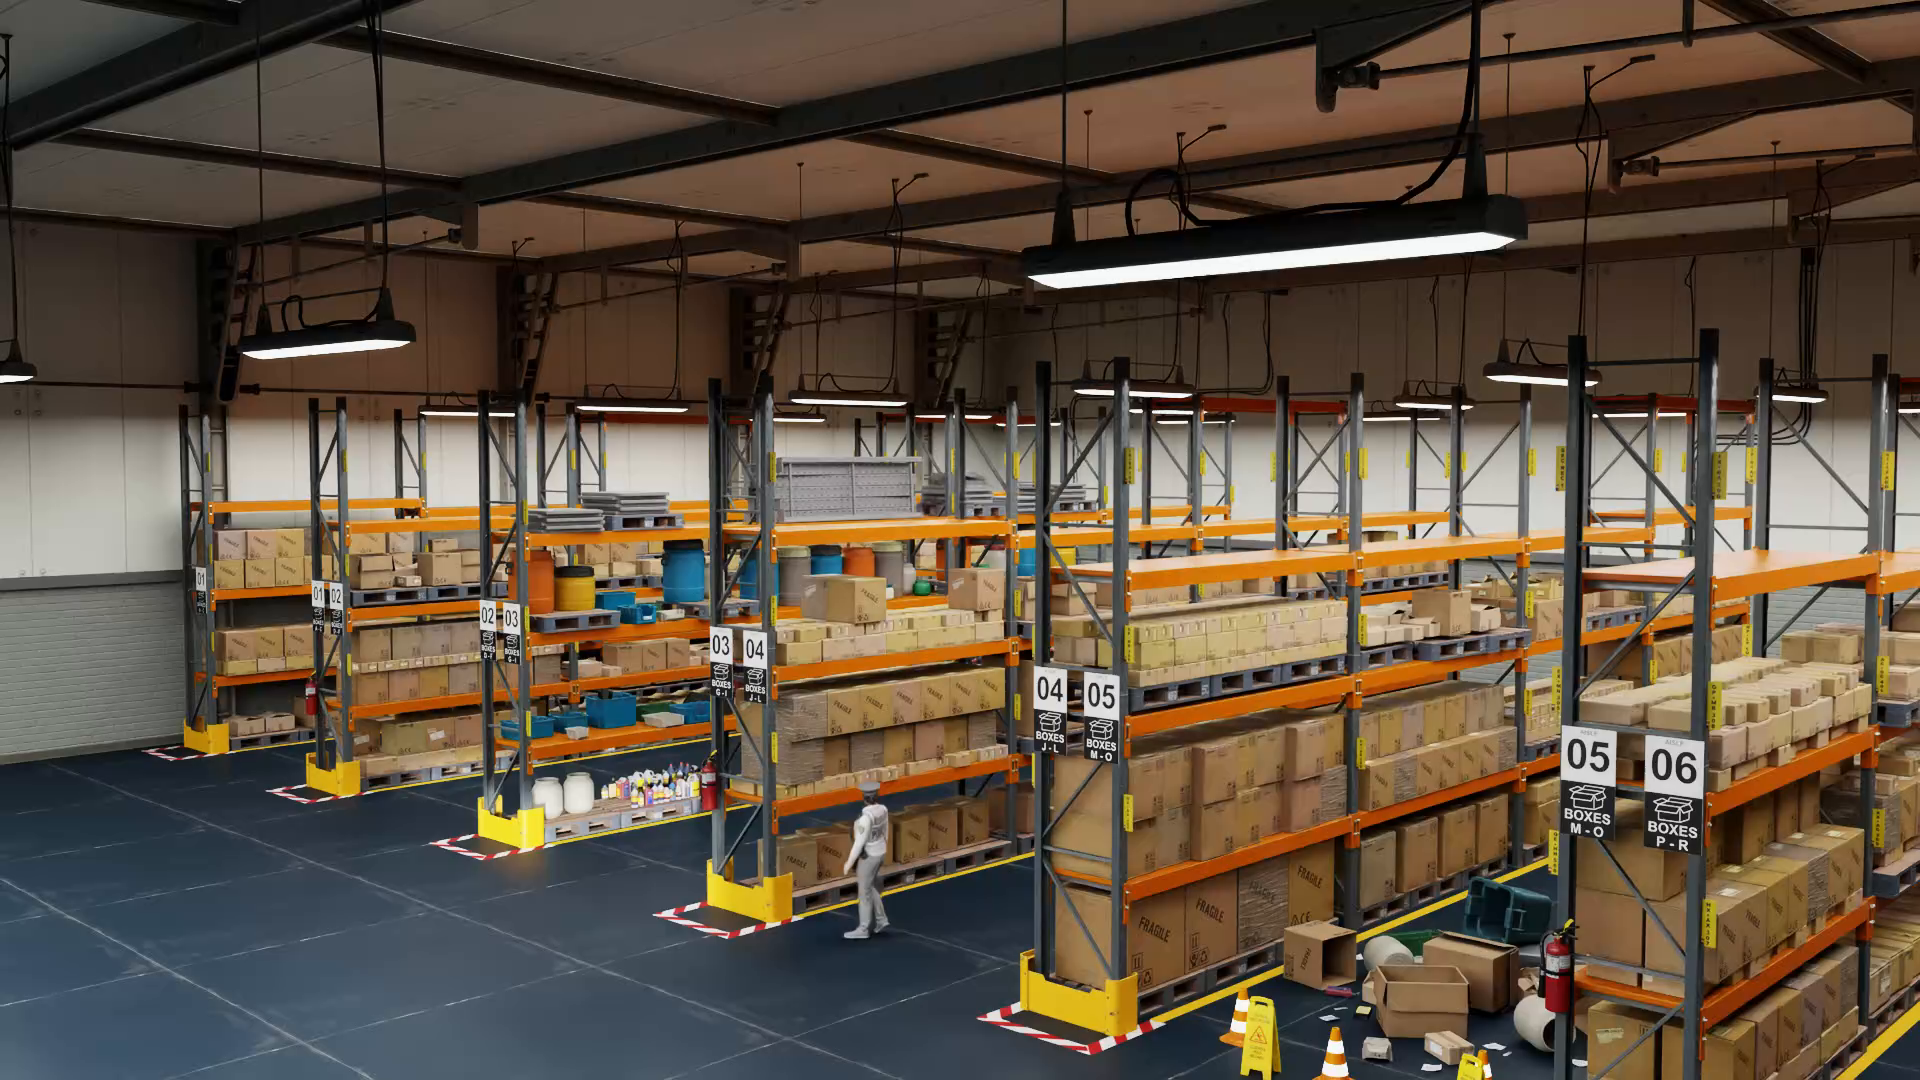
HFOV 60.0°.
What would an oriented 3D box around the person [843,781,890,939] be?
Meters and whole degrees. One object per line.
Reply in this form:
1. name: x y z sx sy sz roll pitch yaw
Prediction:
1. person: -1.001 3.408 17.691 0.438 1.699 0.556 1 3 17
